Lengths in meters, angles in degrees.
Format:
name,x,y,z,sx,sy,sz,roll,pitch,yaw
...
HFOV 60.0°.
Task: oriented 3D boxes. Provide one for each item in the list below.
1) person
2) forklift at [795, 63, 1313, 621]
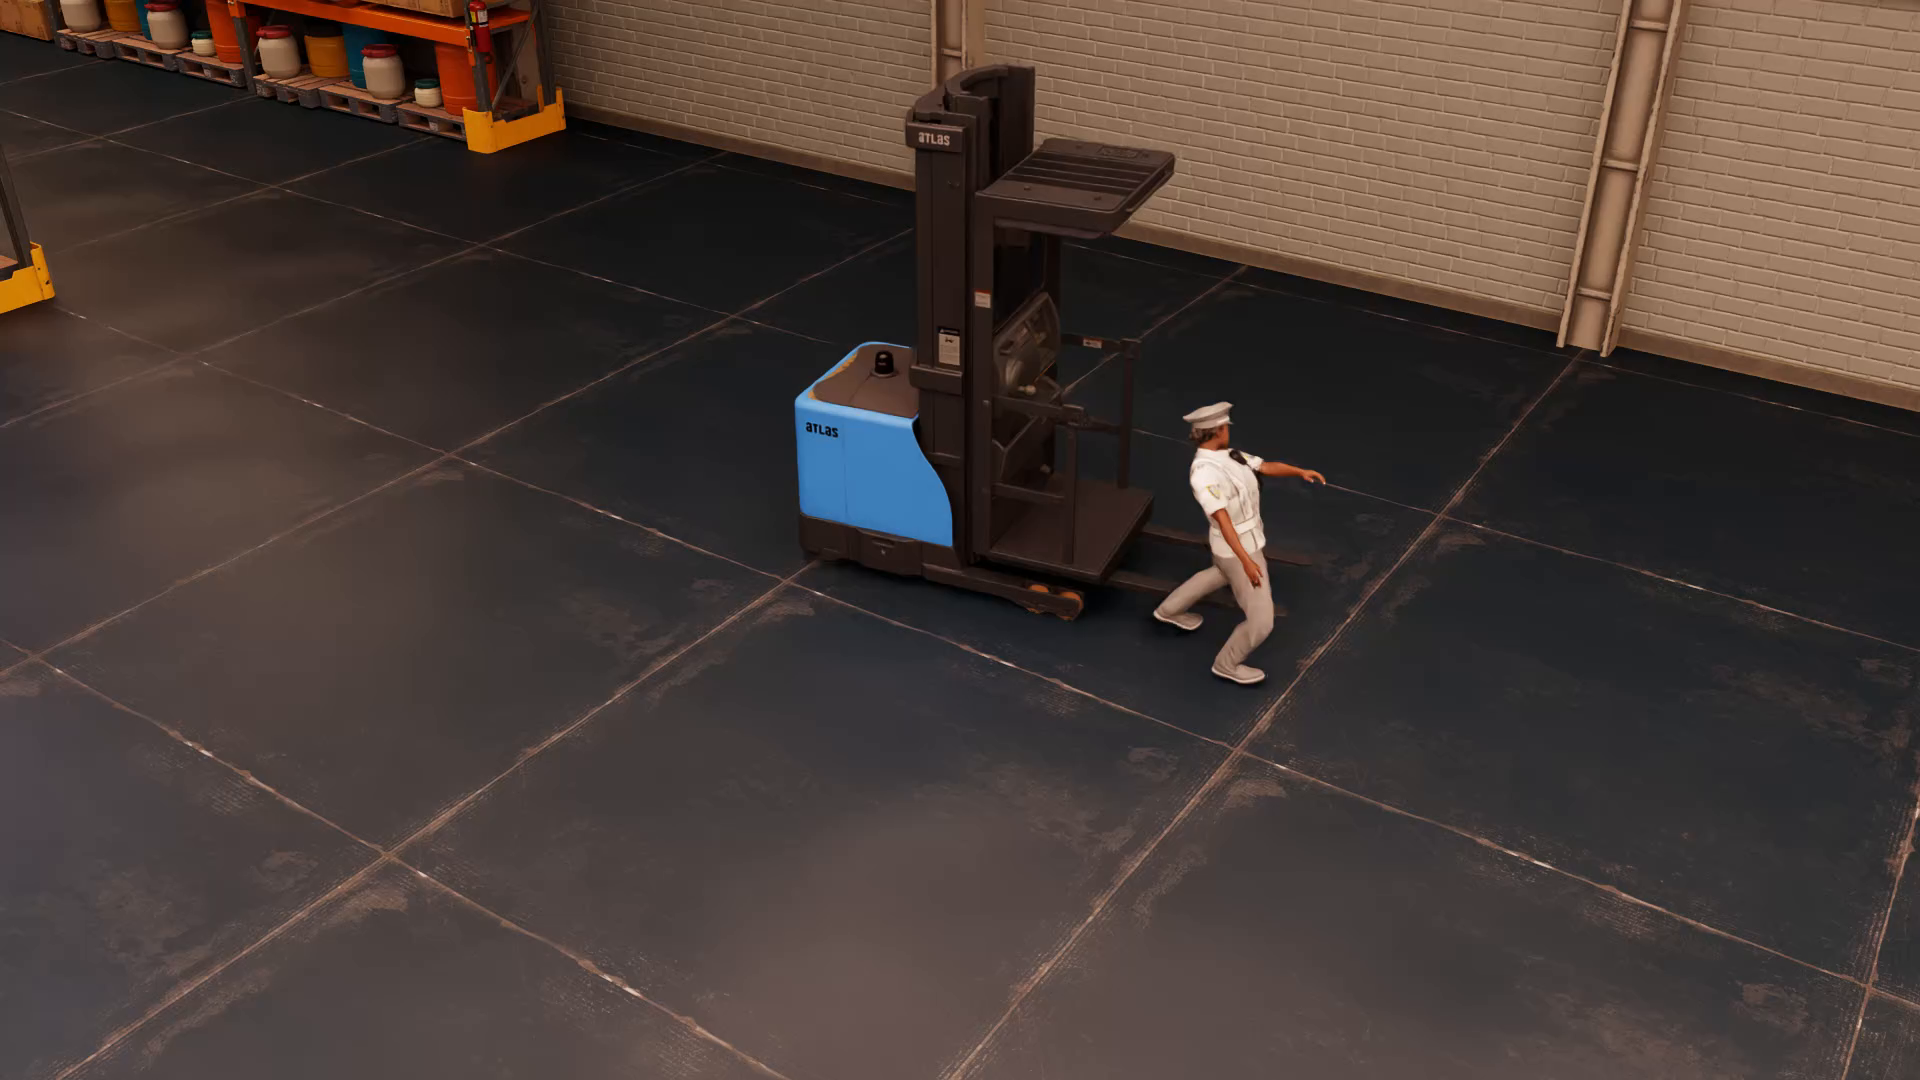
name,x,y,z,sx,sy,sz,roll,pitch,yaw
person,1.497,0.051,8.876,0.800,1.492,0.871,2,30,4
forklift,0.571,-1.102,9.480,3.031,2.935,1.130,12,32,20
